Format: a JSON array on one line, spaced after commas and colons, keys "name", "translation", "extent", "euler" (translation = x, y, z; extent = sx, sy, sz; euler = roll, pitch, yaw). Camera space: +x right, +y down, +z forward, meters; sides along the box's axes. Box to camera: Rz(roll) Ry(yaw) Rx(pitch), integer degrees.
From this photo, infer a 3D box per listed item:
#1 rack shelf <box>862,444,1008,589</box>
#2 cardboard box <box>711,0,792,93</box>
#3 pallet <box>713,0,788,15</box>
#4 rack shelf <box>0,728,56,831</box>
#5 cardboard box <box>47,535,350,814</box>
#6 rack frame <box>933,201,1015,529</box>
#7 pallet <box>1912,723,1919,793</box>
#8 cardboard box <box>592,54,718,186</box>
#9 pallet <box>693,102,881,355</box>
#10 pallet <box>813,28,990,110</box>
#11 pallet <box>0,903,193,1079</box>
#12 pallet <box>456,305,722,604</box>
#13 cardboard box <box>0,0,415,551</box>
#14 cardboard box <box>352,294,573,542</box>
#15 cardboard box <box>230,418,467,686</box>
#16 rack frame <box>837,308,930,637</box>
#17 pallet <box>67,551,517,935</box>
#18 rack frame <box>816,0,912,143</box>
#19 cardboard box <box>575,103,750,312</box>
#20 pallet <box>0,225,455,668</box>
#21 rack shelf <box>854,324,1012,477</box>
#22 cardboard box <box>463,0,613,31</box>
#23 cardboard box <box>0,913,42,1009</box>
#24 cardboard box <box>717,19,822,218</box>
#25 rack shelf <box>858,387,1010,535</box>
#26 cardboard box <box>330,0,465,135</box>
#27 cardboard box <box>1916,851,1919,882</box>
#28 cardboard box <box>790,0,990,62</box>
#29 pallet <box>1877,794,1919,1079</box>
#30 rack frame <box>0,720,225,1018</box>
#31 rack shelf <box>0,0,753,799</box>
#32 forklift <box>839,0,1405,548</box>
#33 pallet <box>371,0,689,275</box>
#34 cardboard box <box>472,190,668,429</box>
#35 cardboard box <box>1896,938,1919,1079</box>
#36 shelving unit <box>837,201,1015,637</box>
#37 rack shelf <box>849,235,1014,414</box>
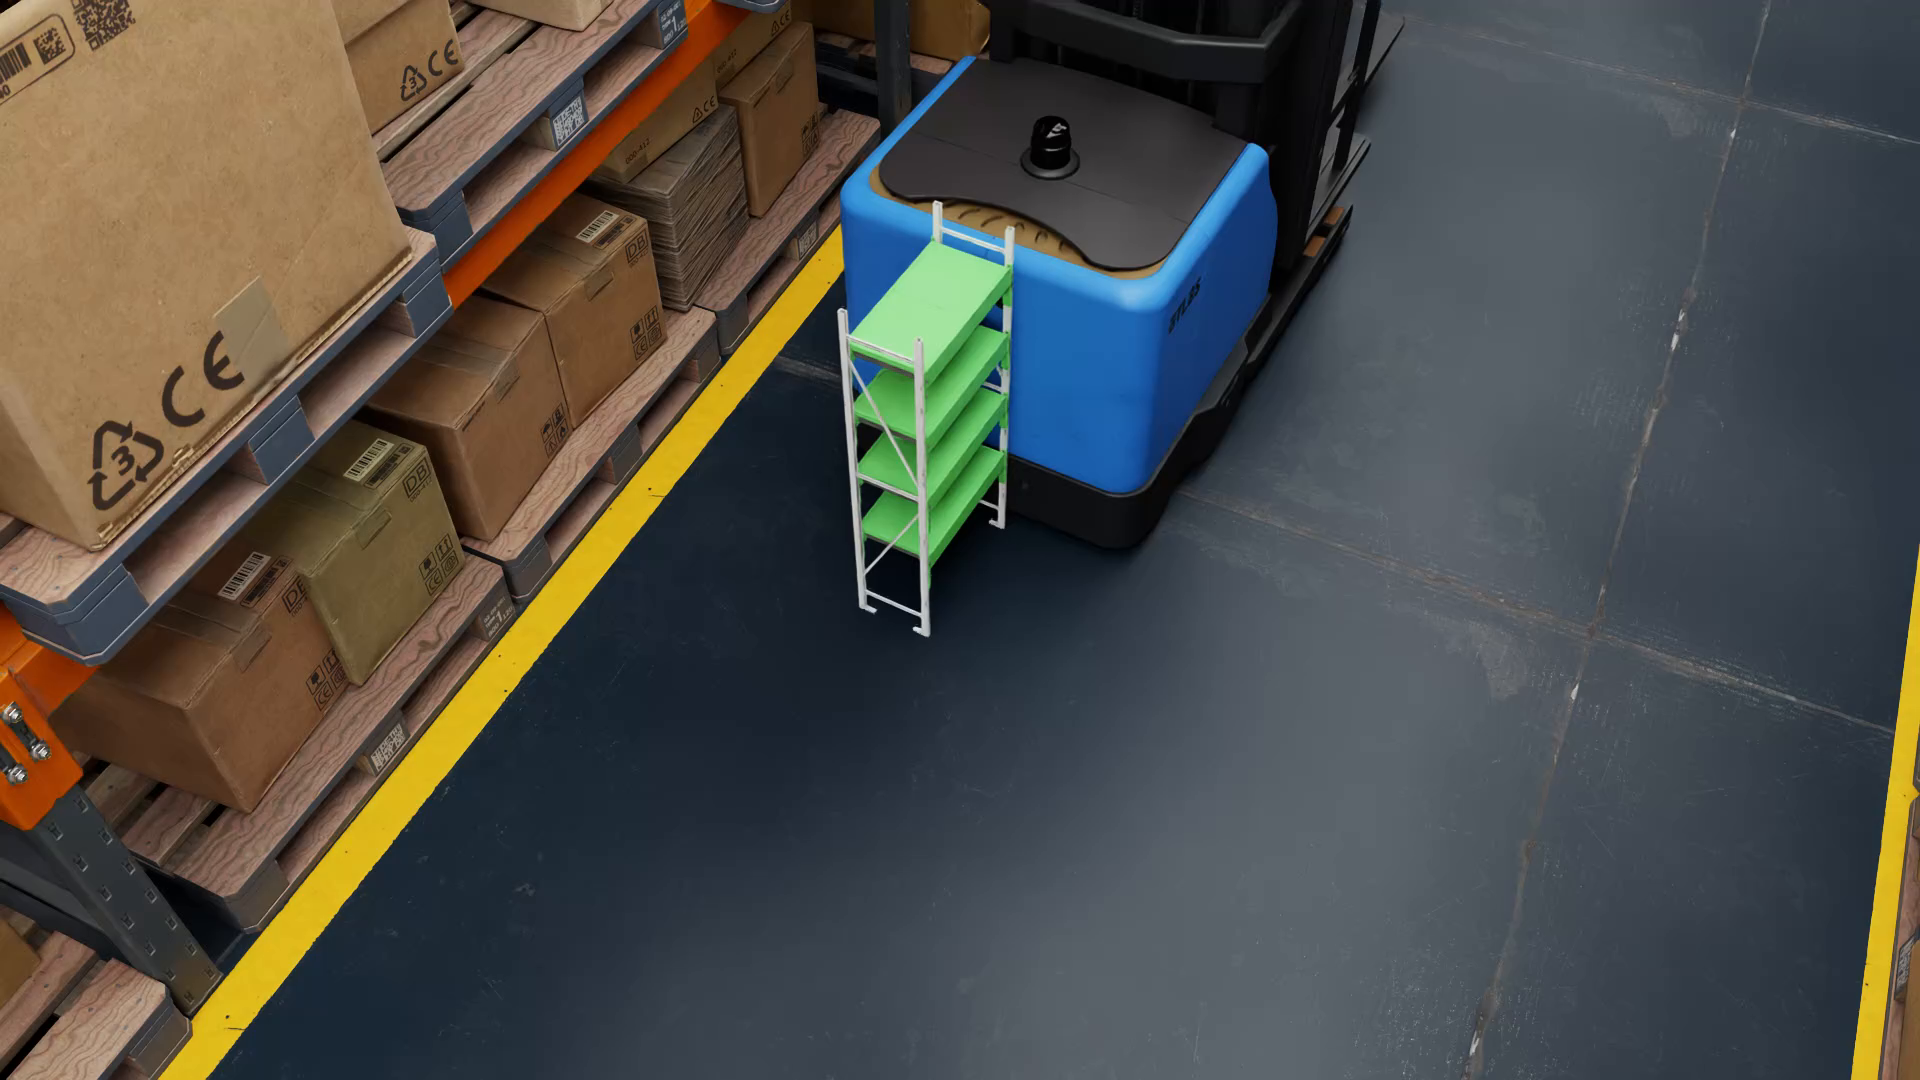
[{"name": "rack shelf", "translation": [-0.081, -0.111, 4.955], "extent": [0.258, 0.148, 0.480], "euler": [23, 53, 18]}, {"name": "cardboard box", "translation": [-0.925, -1.824, 5.692], "extent": [0.500, 0.250, 0.500], "euler": [22, 53, 18]}, {"name": "pallet", "translation": [-0.874, -2.132, 5.220], "extent": [1.213, 0.211, 1.003], "euler": [20, 52, 16]}, {"name": "rack shelf", "translation": [-3.229, 1.645, 2.353], "extent": [1.077, 0.370, 4.000], "euler": [20, 52, 16]}, {"name": "cardboard box", "translation": [-2.093, 0.287, 4.389], "extent": [0.700, 0.500, 0.500], "euler": [16, 52, 13]}, {"name": "rack frame", "translation": [0.036, -0.471, 4.863], "extent": [0.240, 1.200, 0.015], "euler": [23, 53, 18]}, {"name": "pallet", "translation": [3.370, 0.386, 4.783], "extent": [1.003, 0.211, 1.213], "euler": [20, 52, 16]}, {"name": "cardboard box", "translation": [-1.142, -1.455, 5.379], "extent": [0.500, 0.250, 0.500], "euler": [25, 54, 20]}, {"name": "pallet", "translation": [-1.001, -1.278, 6.199], "extent": [1.003, 0.211, 1.213], "euler": [20, 52, 16]}, {"name": "pallet", "translation": [-0.261, -2.334, 7.098], "extent": [1.003, 0.211, 1.213], "euler": [20, 52, 16]}, {"name": "pallet", "translation": [-2.630, 1.413, 3.909], "extent": [1.003, 0.211, 1.213], "euler": [20, 52, 16]}, {"name": "pallet", "translation": [-1.524, -0.441, 5.487], "extent": [1.003, 0.211, 1.213], "euler": [20, 52, 16]}, {"name": "cardboard box", "translation": [-1.909, -0.797, 3.289], "extent": [1.000, 1.000, 1.000], "euler": [20, 53, 16]}, {"name": "cardboard box", "translation": [-1.634, -0.421, 4.991], "extent": [0.700, 0.500, 0.500], "euler": [16, 51, 13]}, {"name": "cardboard box", "translation": [-1.872, -0.036, 4.663], "extent": [0.700, 0.500, 0.500], "euler": [20, 52, 16]}, {"name": "rack frame", "translation": [-0.198, -0.144, 4.585], "extent": [0.240, 1.200, 0.015], "euler": [23, 53, 18]}, {"name": "pallet", "translation": [-2.044, 0.402, 4.769], "extent": [1.003, 0.211, 1.213], "euler": [20, 52, 16]}, {"name": "rack frame", "translation": [-0.666, -2.719, 5.594], "extent": [1.000, 3.000, 0.127], "euler": [20, 52, 16]}, {"name": "cardboard box", "translation": [-1.160, -1.198, 5.652], "extent": [0.700, 0.500, 0.500], "euler": [16, 51, 13]}, {"name": "pallet", "translation": [-1.917, -0.382, 3.731], "extent": [1.003, 0.211, 1.213], "euler": [20, 52, 16]}, {"name": "rack shelf", "translation": [-0.081, -0.422, 4.590], "extent": [0.258, 0.148, 0.480], "euler": [23, 53, 18]}, {"name": "cardboard box", "translation": [-1.134, -1.576, 4.434], "extent": [0.396, 0.266, 0.258], "euler": [18, 52, 15]}, {"name": "cardboard box", "translation": [-2.582, 0.971, 3.819], "extent": [0.500, 0.500, 0.500], "euler": [18, 52, 15]}, {"name": "cardboard box", "translation": [-0.934, -1.584, 5.981], "extent": [0.700, 0.500, 0.500], "euler": [17, 52, 14]}, {"name": "rack shelf", "translation": [-0.081, -0.266, 4.772], "extent": [0.258, 0.148, 0.480], "euler": [23, 53, 18]}, {"name": "cardboard box", "translation": [-1.718, -1.358, 4.093], "extent": [0.797, 0.503, 0.637], "euler": [25, 54, 20]}, {"name": "cardboard box", "translation": [3.064, 0.550, 4.014], "extent": [1.050, 0.750, 0.750], "euler": [21, 53, 17]}, {"name": "cardboard box", "translation": [-0.352, -2.635, 6.642], "extent": [1.225, 0.875, 0.875], "euler": [18, 52, 14]}, {"name": "pallet", "translation": [2.848, 1.223, 4.071], "extent": [1.003, 0.211, 1.213], "euler": [20, 52, 16]}, {"name": "rack frame", "translation": [-2.375, 0.035, 3.251], "extent": [1.000, 3.000, 0.127], "euler": [20, 52, 16]}, {"name": "rack shelf", "translation": [-1.520, -1.109, 4.697], "extent": [1.077, 0.370, 4.000], "euler": [20, 52, 16]}, {"name": "forklift", "translation": [0.790, -2.051, 5.070], "extent": [1.130, 2.935, 3.031], "euler": [23, 53, 18]}, {"name": "pallet", "translation": [-1.475, -1.281, 4.496], "extent": [1.003, 0.211, 1.213], "euler": [20, 52, 16]}, {"name": "cardboard box", "translation": [-1.395, -0.805, 5.318], "extent": [0.700, 0.500, 0.500], "euler": [24, 54, 19]}, {"name": "cardboard box", "translation": [2.666, 1.192, 3.468], "extent": [1.050, 0.750, 0.750], "euler": [20, 52, 16]}, {"name": "shelving unit", "translation": [-0.081, -0.307, 4.724], "extent": [0.258, 1.200, 0.503], "euler": [23, 53, 18]}, {"name": "rack shelf", "translation": [-0.081, -0.577, 4.407], "extent": [0.258, 0.148, 0.480], "euler": [23, 53, 18]}]
